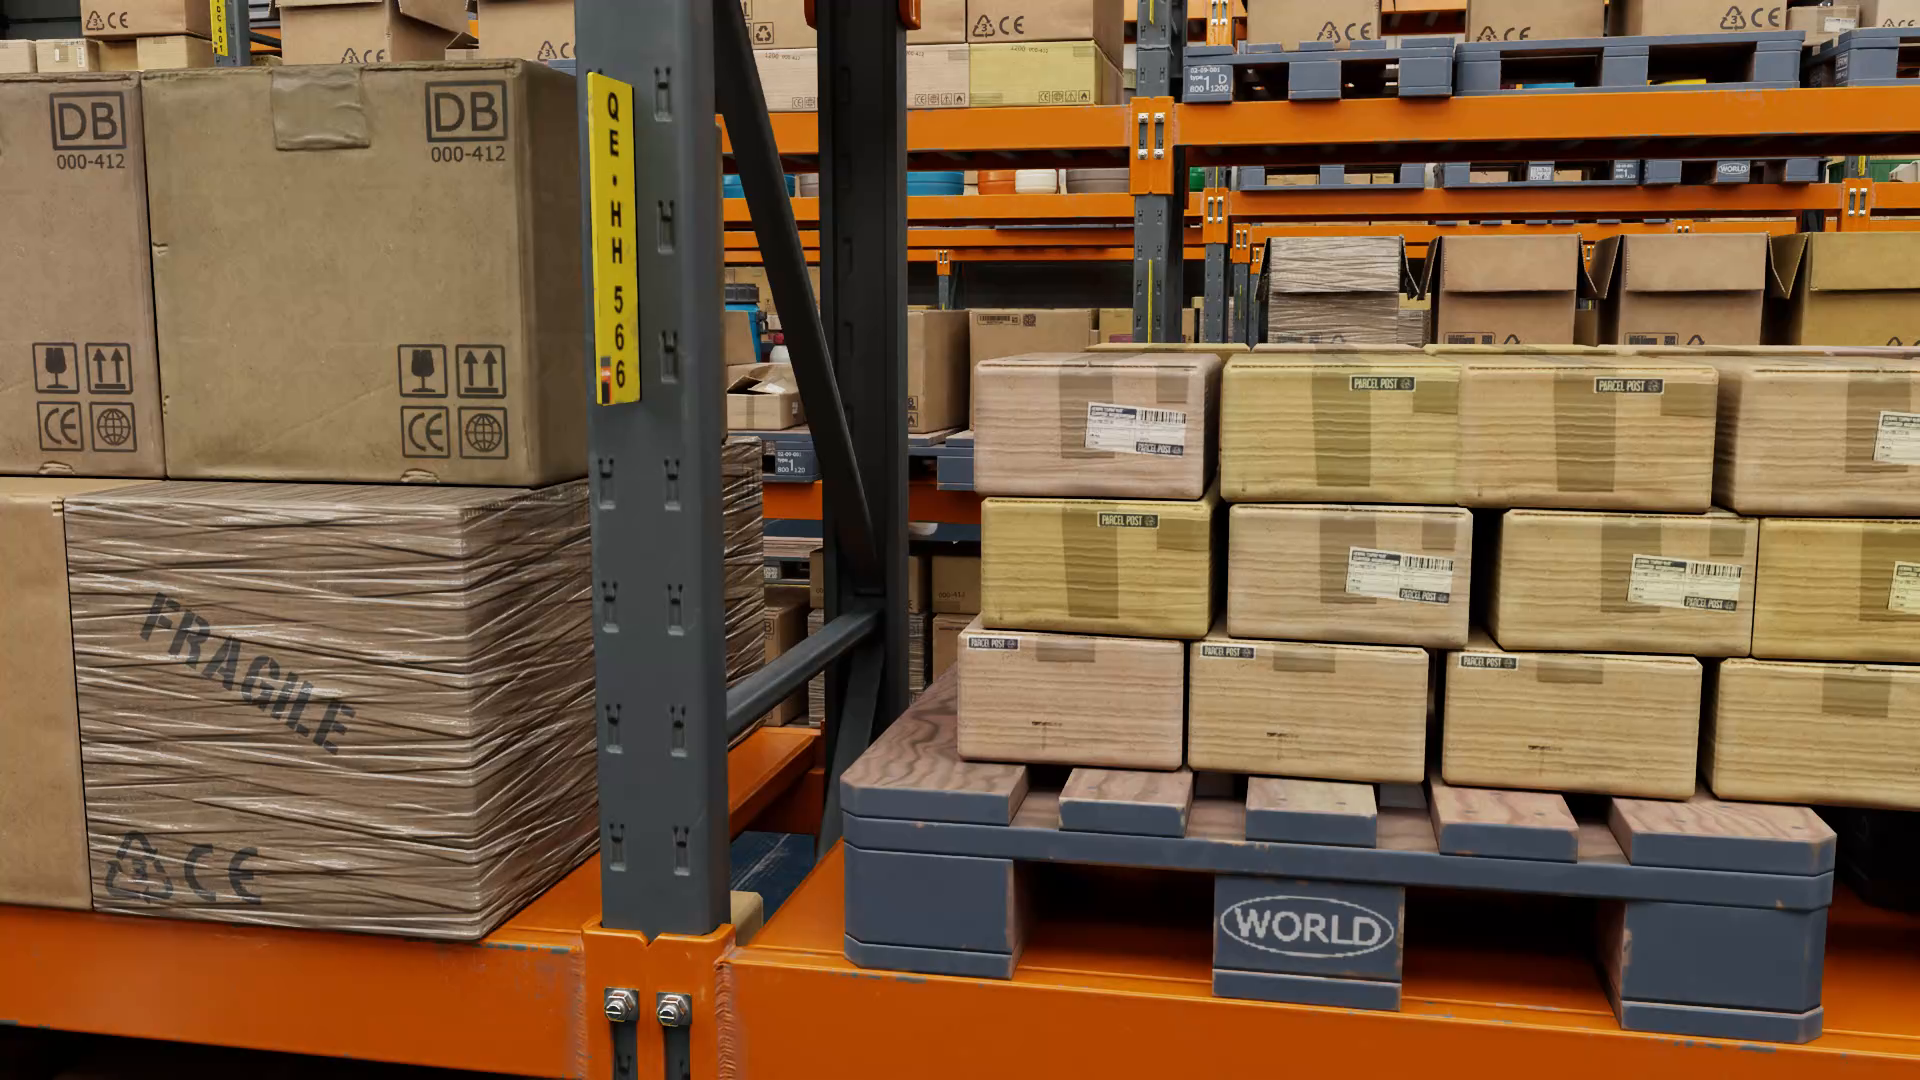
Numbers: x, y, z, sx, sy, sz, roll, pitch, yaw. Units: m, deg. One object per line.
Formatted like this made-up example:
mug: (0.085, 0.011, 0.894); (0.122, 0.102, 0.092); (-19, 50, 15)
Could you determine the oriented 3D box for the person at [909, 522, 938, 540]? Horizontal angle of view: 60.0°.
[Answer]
person: (-0.336, -0.071, 8.771); (0.461, 1.756, 0.626); (2, 8, 11)
